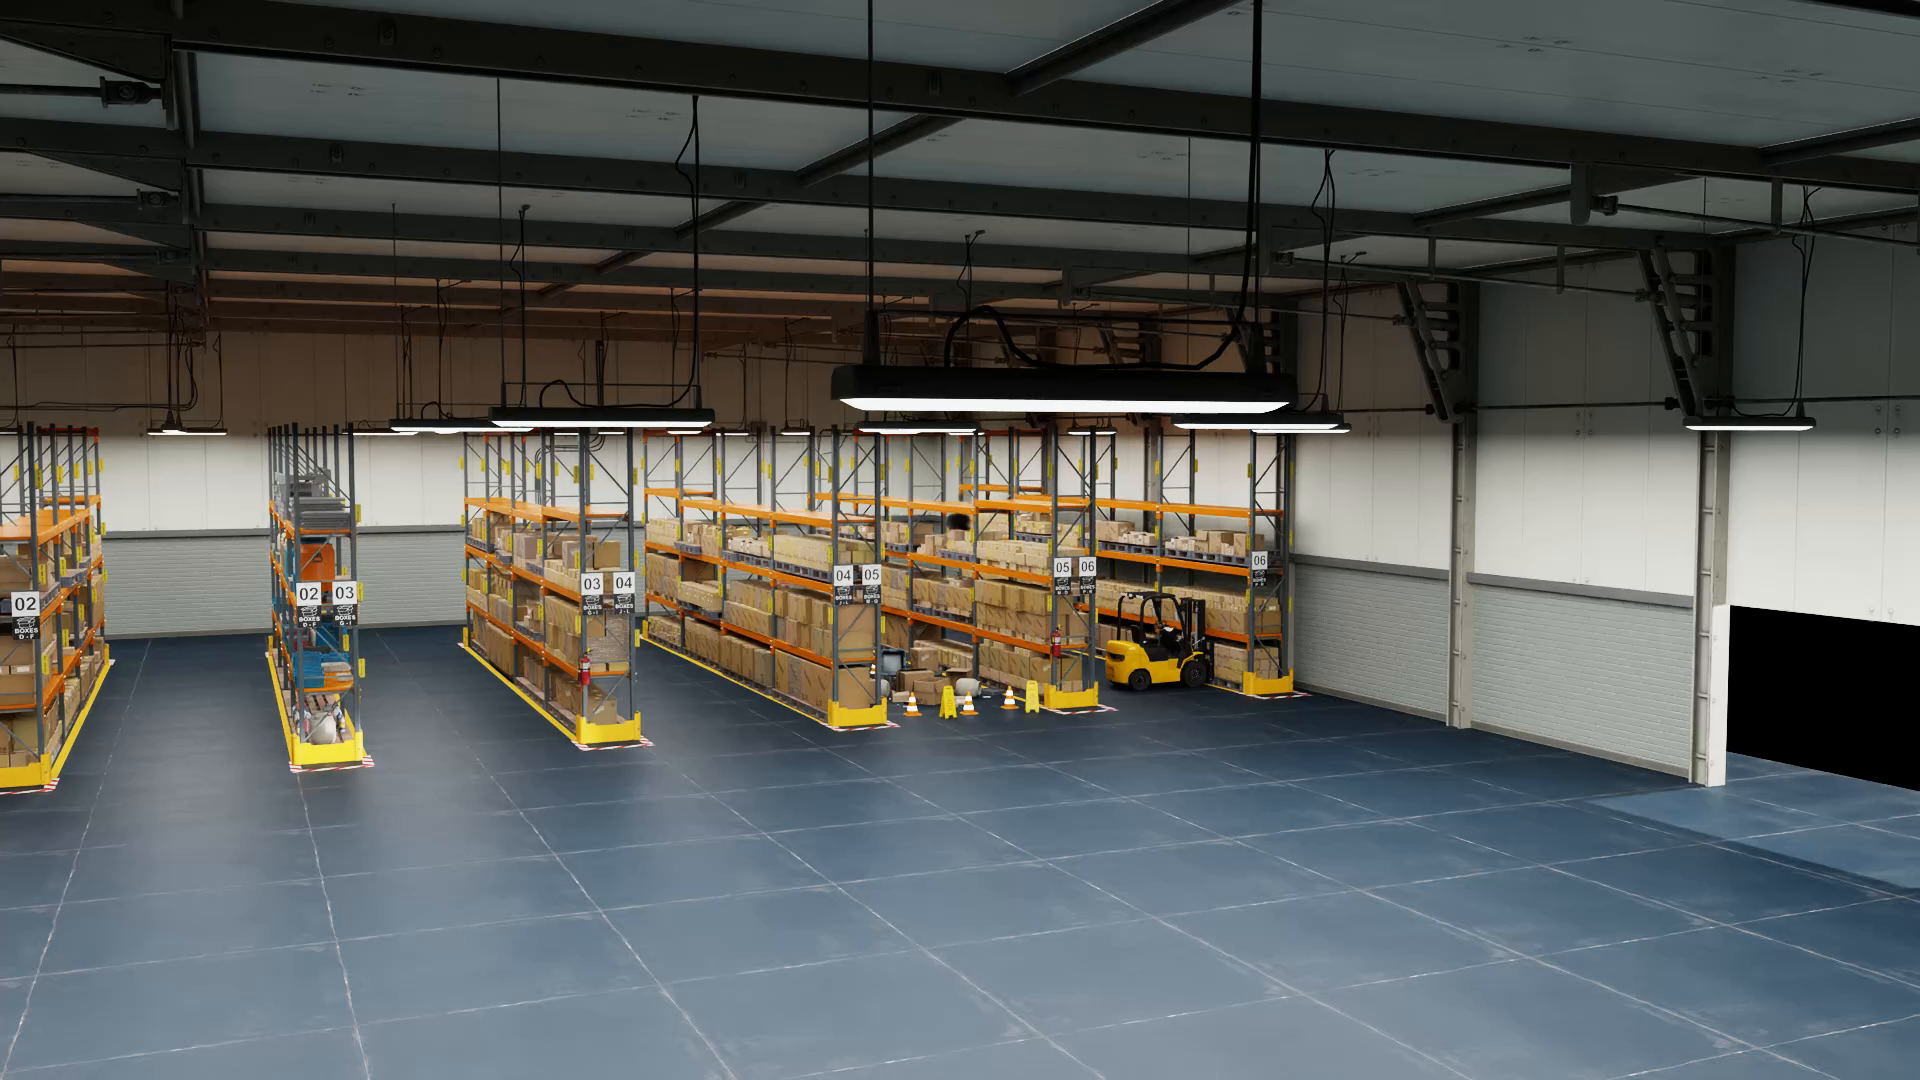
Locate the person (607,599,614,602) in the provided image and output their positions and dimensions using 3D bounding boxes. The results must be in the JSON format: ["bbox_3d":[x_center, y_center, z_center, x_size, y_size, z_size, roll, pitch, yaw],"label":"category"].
[{"bbox_3d":[-9.933,2.043,46.643,0.530,1.691,0.780,-1,4,-13],"label":"person"}]

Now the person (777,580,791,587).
[{"bbox_3d":[-5.436,1.677,51.725,0.989,1.719,0.677,-3,4,-37],"label":"person"}]
